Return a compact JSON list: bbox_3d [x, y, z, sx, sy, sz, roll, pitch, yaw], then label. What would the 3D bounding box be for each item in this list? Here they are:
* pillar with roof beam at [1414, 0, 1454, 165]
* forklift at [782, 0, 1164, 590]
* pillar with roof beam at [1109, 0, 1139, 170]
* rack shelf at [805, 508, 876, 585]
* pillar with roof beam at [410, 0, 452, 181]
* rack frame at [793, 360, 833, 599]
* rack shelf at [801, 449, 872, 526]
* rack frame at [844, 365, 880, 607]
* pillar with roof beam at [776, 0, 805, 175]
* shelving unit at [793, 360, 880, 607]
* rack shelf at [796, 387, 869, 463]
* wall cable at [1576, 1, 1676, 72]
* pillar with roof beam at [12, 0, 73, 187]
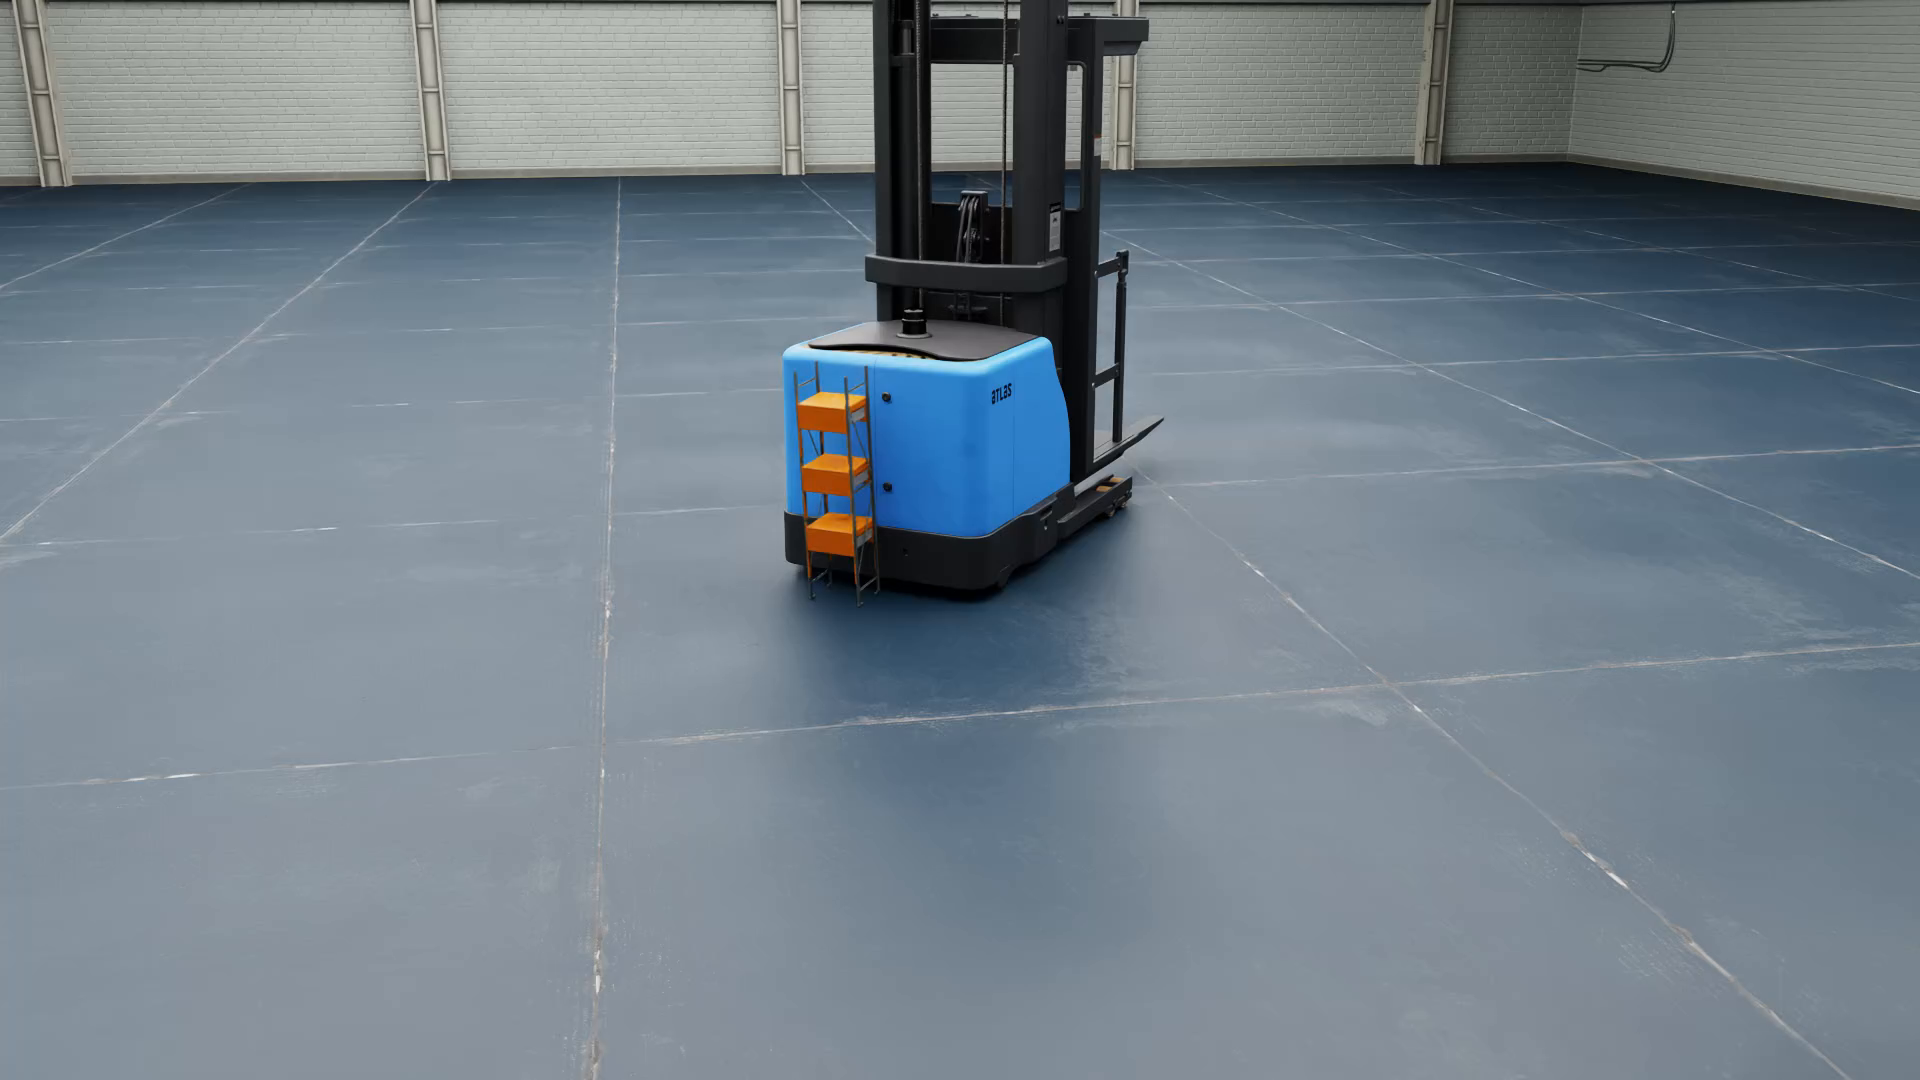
[{"bbox_3d":[9.656,-10.177,26.120,0.400,9.000,9.100,-3,17,-10],"label":"pillar with roof beam"},{"bbox_3d":[0.270,-1.568,8.426,1.130,2.935,3.031,8,19,24],"label":"forklift"},{"bbox_3d":[3.765,-9.843,25.032,0.400,9.000,9.100,-3,17,-10],"label":"pillar with roof beam"},{"bbox_3d":[-0.525,0.026,7.391,0.240,0.259,0.215,8,23,24],"label":"rack shelf"},{"bbox_3d":[-8.017,-9.175,22.856,0.400,9.000,9.100,-3,17,-10],"label":"pillar with roof beam"},{"bbox_3d":[-0.645,-0.258,7.337,0.008,1.050,0.200,8,23,24],"label":"rack frame"},{"bbox_3d":[-0.534,-0.233,7.291,0.240,0.259,0.215,8,23,24],"label":"rack shelf"},{"bbox_3d":[-0.424,-0.228,7.238,0.008,1.050,0.200,8,23,24],"label":"rack frame"},{"bbox_3d":[-2.126,-9.509,23.944,0.400,9.000,9.100,-3,17,-10],"label":"pillar with roof beam"},{"bbox_3d":[-0.535,-0.243,7.287,0.252,1.050,0.215,8,23,24],"label":"shelving unit"},{"bbox_3d":[-0.544,-0.497,7.189,0.240,0.259,0.215,8,23,24],"label":"rack shelf"},{"bbox_3d":[11.983,-9.717,29.909,0.112,2.526,3.097,-3,17,-10],"label":"wall cable"},{"bbox_3d":[-13.908,-8.840,21.768,0.400,9.000,9.100,-3,17,-10],"label":"pillar with roof beam"}]
